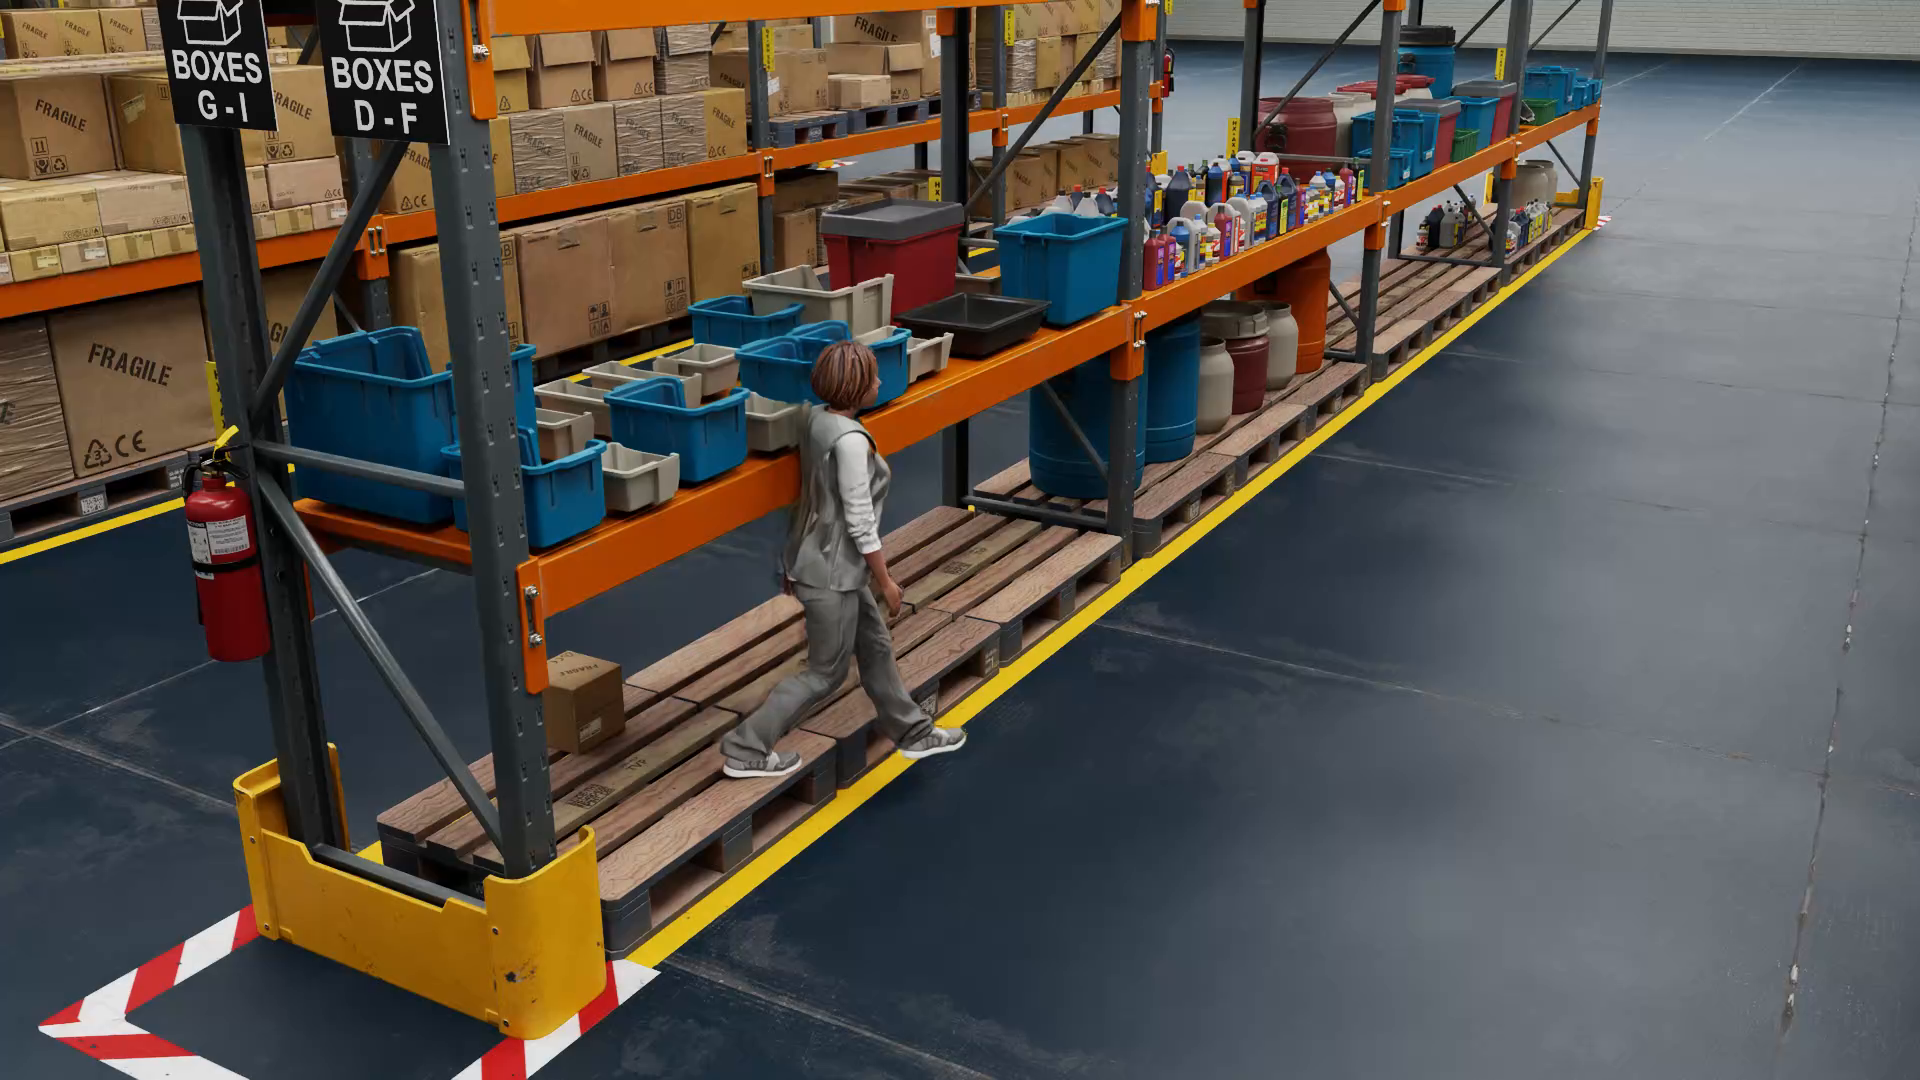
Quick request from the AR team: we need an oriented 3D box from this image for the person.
[{"bbox_3d":[-0.372,0.105,5.483,0.903,1.524,0.422,-6,20,-15],"label":"person"}]
